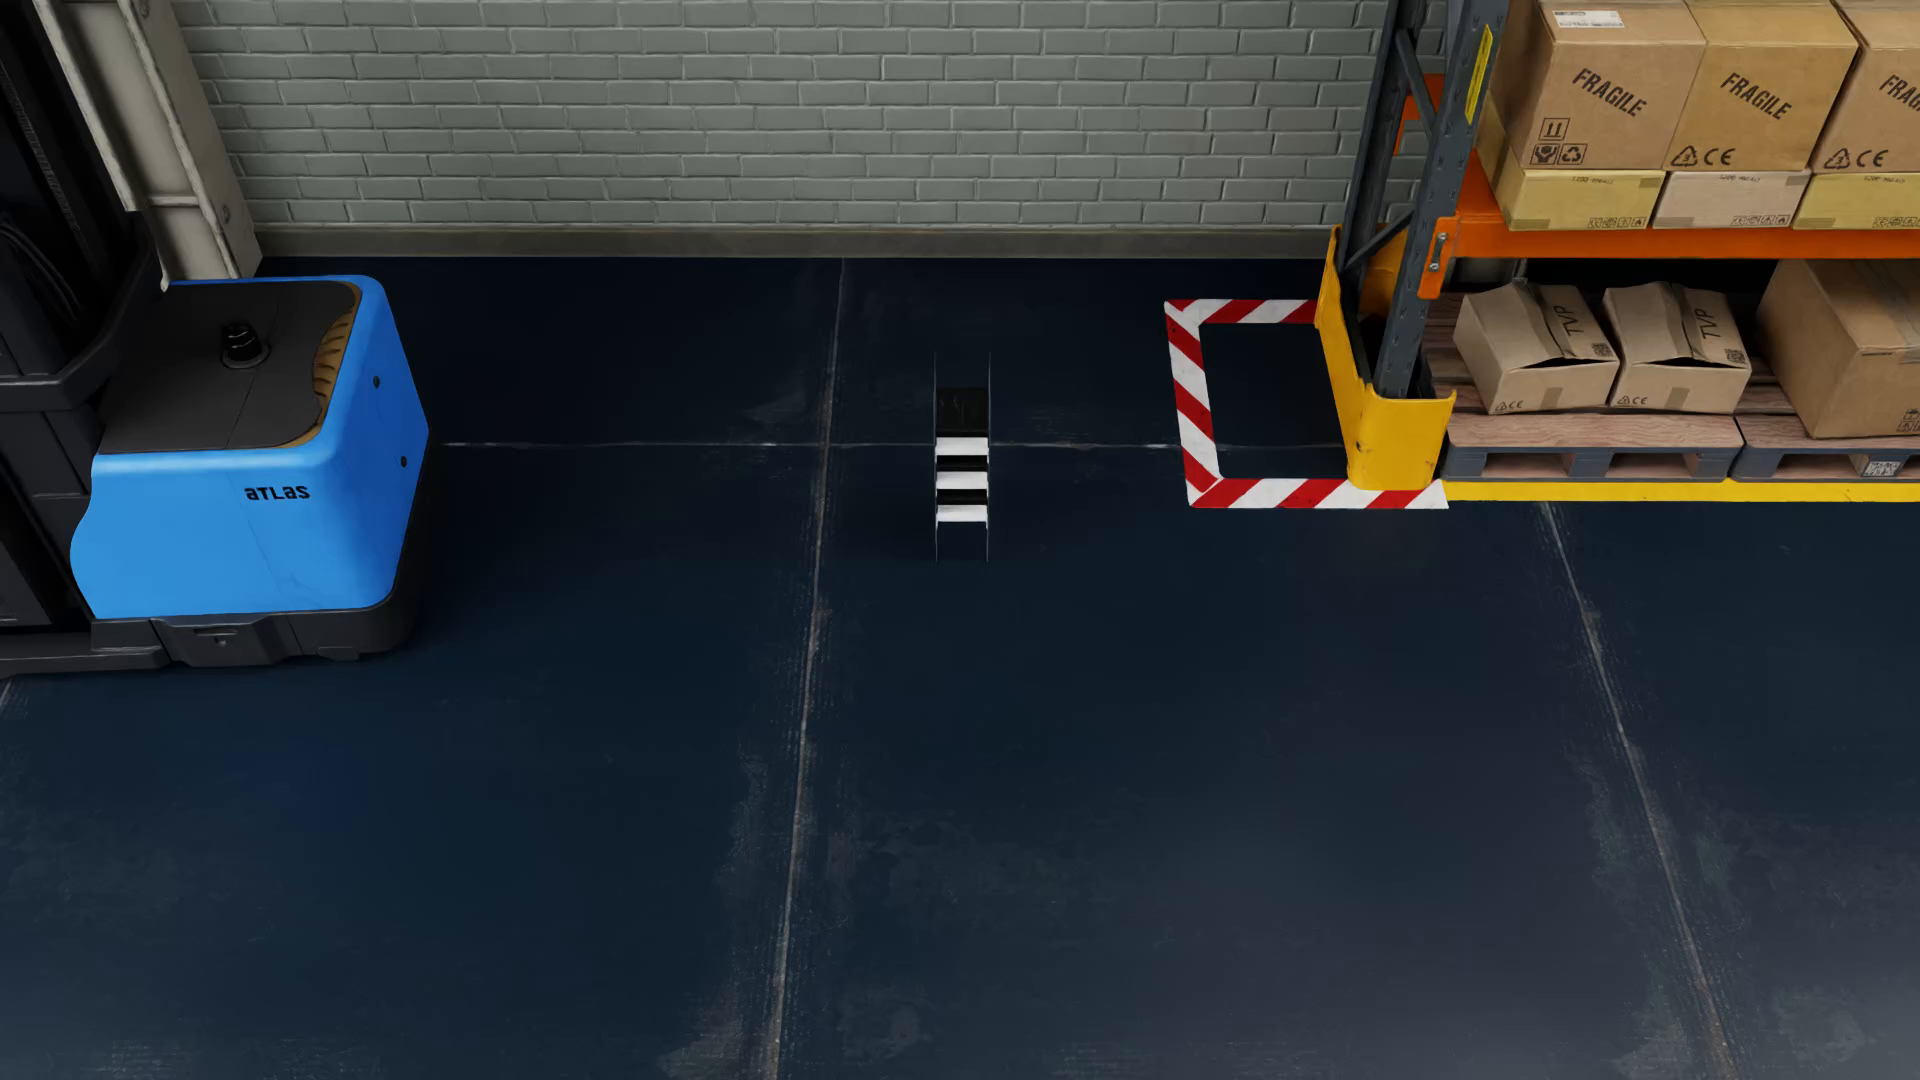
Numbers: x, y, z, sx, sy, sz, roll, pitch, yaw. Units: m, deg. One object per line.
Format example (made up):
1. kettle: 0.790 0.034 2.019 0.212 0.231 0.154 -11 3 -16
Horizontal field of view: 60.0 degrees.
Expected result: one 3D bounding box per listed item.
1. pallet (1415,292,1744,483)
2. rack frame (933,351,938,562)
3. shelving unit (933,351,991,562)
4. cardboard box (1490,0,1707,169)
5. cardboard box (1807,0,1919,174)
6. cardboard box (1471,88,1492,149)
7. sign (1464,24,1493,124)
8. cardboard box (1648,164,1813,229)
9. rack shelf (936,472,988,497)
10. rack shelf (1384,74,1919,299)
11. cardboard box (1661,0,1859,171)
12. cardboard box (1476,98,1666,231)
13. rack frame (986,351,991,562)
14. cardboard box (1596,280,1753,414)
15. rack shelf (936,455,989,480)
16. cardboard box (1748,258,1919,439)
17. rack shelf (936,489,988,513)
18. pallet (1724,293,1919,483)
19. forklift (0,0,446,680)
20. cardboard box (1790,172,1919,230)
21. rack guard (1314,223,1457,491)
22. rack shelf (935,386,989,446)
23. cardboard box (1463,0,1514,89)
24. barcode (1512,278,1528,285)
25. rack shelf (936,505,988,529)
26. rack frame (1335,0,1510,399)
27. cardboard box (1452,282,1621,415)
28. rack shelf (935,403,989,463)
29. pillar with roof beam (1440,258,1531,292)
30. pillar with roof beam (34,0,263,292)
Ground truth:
1. pallet: 2.621 -0.680 7.239 1.213 0.211 1.003 0 47 0
2. rack frame: -0.094 -0.307 6.421 0.006 0.900 0.240 0 47 0
3. shelving unit: 0.008 -0.307 6.421 0.210 0.900 0.258 0 47 0
4. cardboard box: 2.209 -1.648 5.811 0.500 0.500 0.500 0 47 0
5. cardboard box: 3.220 -1.634 5.798 0.500 0.500 0.500 -1 47 -1
6. cardboard box: 2.201 -1.755 6.423 0.500 0.250 0.500 1 47 1
7. sign: 1.731 -1.556 5.558 0.005 0.325 0.100 0 47 0
8. cardboard box: 2.739 -1.389 6.083 0.500 0.250 0.500 -1 47 -1
9. rack shelf: 0.008 -0.284 6.445 0.200 0.077 0.258 0 47 0
10. rack shelf: 3.733 -1.408 6.503 4.000 0.370 1.077 0 47 0
11. cardboard box: 2.703 -1.640 5.803 0.500 0.500 0.500 0 47 0
12. cardboard box: 2.220 -1.380 6.074 0.500 0.250 0.500 -1 47 -1
13. rack frame: 0.110 -0.306 6.420 0.006 0.900 0.240 0 47 0
14. cardboard box: 2.994 -0.823 7.003 0.500 0.311 0.500 4 47 3
15. rack shelf: 0.008 -0.345 6.379 0.200 0.077 0.258 0 47 0
16. cardboard box: 3.728 -0.849 6.898 0.500 0.500 0.700 -3 47 -2
17. rack shelf: 0.008 -0.223 6.511 0.200 0.077 0.258 0 47 0
18. pallet: 3.838 -0.675 7.234 1.213 0.211 1.003 0 47 0
19. forklift: -3.625 -0.855 5.544 3.031 2.935 1.130 -2 47 -2
20. cardboard box: 3.248 -1.384 6.077 0.500 0.250 0.500 -1 47 0
21. rack guard: 1.809 -0.806 7.159 0.348 0.500 1.175 0 47 0
22. rack shelf: 0.008 -0.468 6.247 0.200 0.077 0.258 0 47 0
23. cardboard box: 2.205 -2.024 6.161 0.500 0.500 0.500 0 47 0
24. barcode: 2.444 -1.120 7.274 0.075 0.075 0.001 0 47 0
25. rack shelf: 0.008 -0.161 6.577 0.200 0.077 0.258 0 47 0
26. rack frame: 1.733 -1.658 6.244 0.127 3.000 1.000 0 47 0
27. cardboard box: 2.424 -0.824 7.004 0.500 0.311 0.500 -5 47 -4
28. rack shelf: 0.008 -0.406 6.313 0.200 0.077 0.258 0 47 0
29. pillar with roof beam: 2.420 -1.182 1.703 0.400 9.000 9.100 0 47 0
30. pillar with roof beam: -3.580 -1.199 1.718 0.400 9.000 9.100 0 47 0
